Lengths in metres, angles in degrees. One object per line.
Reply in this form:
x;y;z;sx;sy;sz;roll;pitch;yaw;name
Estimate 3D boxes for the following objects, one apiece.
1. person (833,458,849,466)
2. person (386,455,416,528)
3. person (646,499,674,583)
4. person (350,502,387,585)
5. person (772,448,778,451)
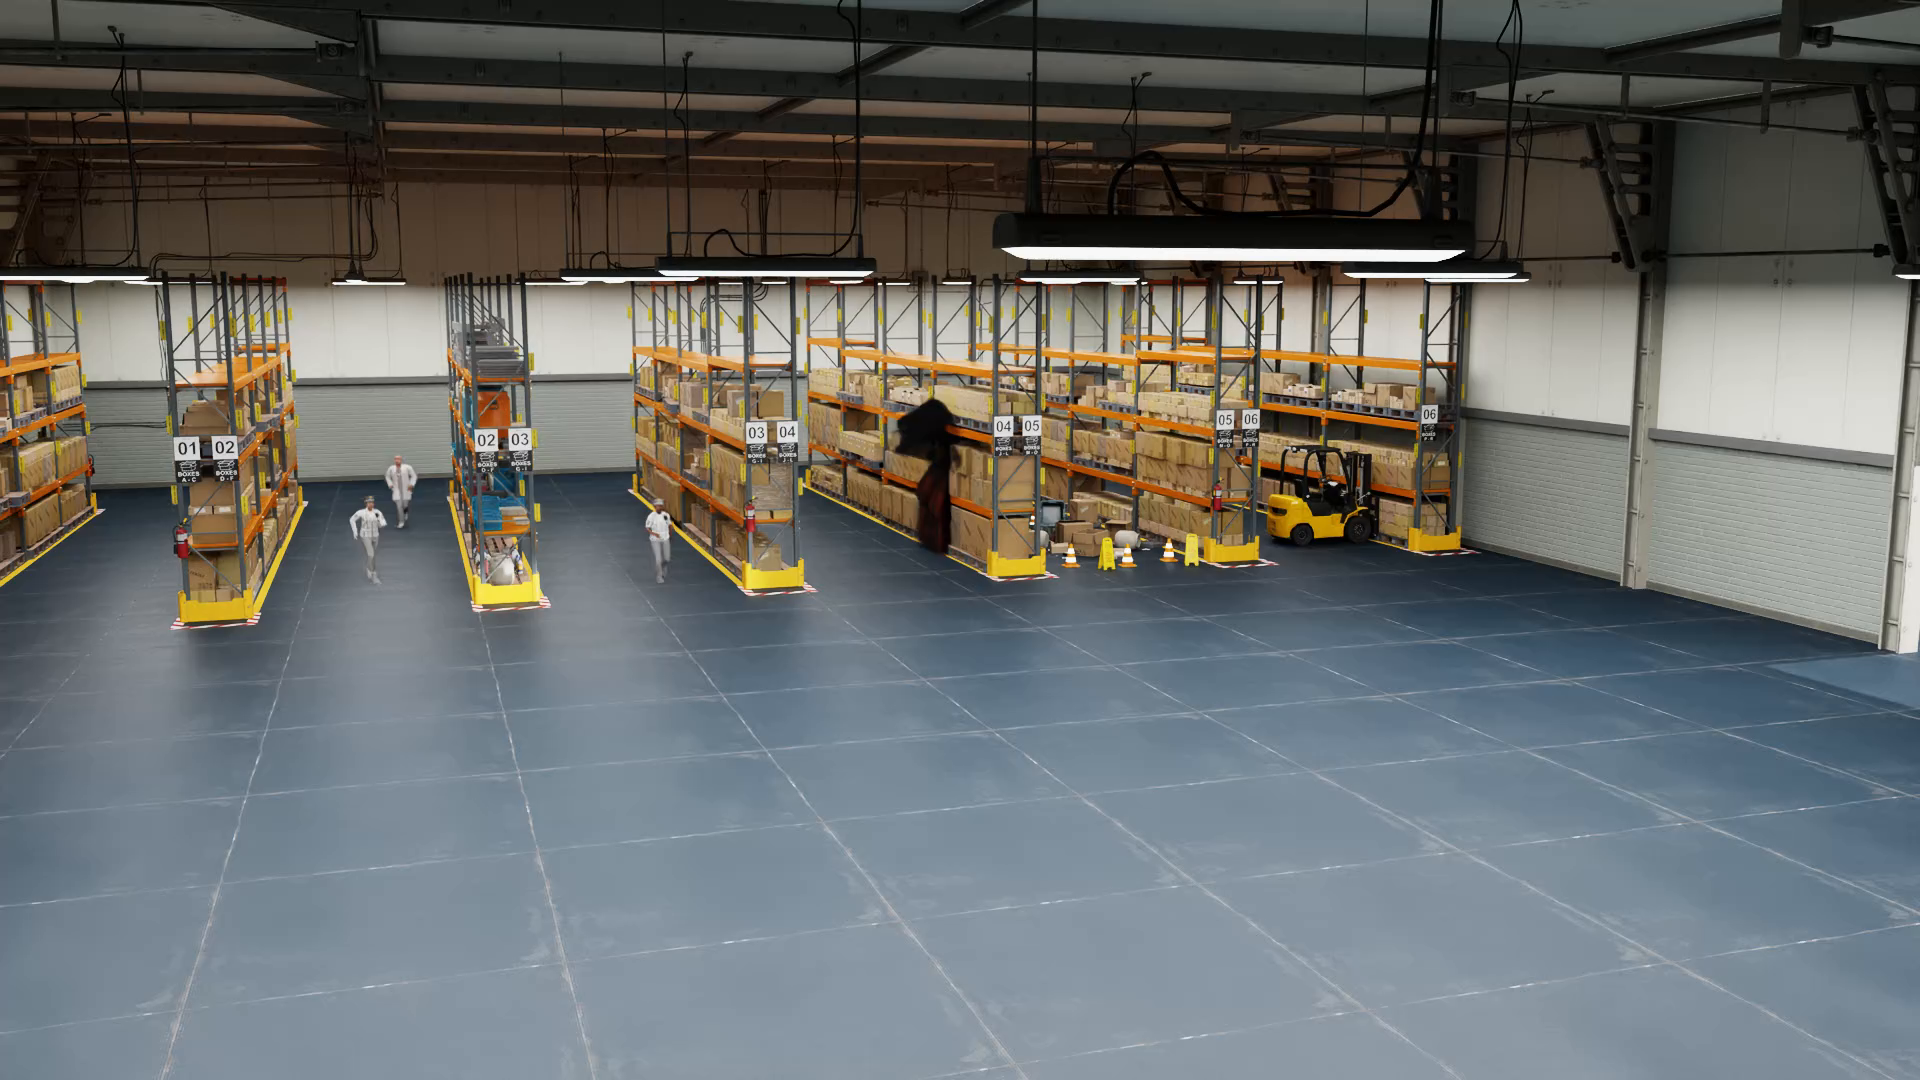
-3.563;-2.515;49.910;0.837;1.500;0.531;-3;9;-17;person
-13.523;-1.193;40.272;0.711;1.763;0.718;-2;9;-11;person
-5.860;0.010;32.566;0.569;1.661;0.554;-4;9;-23;person
-11.557;-0.005;32.576;0.581;1.702;0.851;-8;12;-44;person
-5.168;-2.049;46.164;0.580;1.684;0.931;-2;9;-15;person
